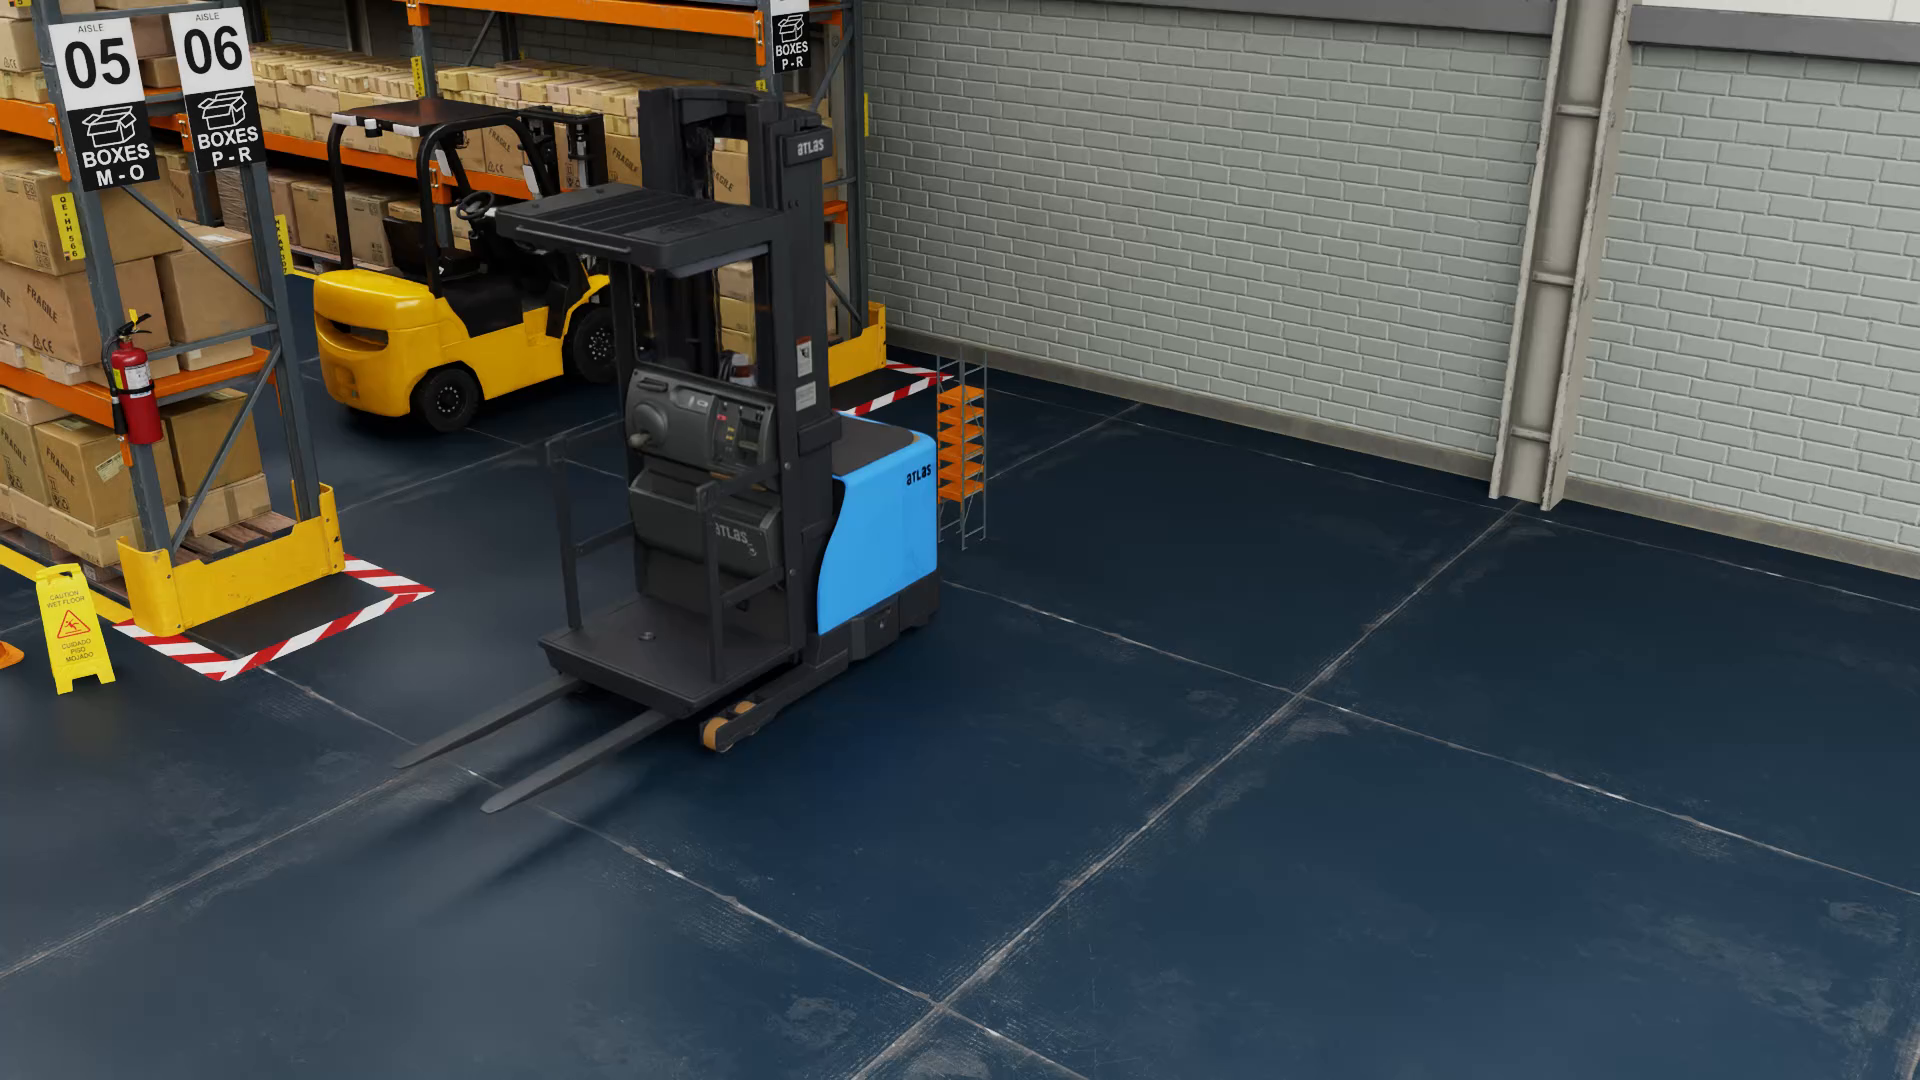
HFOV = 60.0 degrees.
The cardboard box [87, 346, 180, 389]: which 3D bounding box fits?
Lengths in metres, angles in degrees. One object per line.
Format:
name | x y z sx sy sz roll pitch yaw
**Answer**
cardboard box | -4.478 -0.951 9.000 0.250 0.149 0.380 18 29 35

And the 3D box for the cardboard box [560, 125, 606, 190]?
cardboard box | -2.856 -3.097 13.435 0.500 0.500 0.500 17 29 34

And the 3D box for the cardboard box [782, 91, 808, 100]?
cardboard box | -1.392 -3.360 12.859 0.250 0.149 0.380 18 29 35

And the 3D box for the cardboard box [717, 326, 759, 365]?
cardboard box | -1.642 -1.592 13.033 0.500 0.250 0.500 17 29 34

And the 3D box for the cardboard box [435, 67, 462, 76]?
cardboard box | -4.613 -4.193 15.117 0.250 0.149 0.380 16 28 32

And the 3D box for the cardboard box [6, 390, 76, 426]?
cardboard box | -5.182 -0.795 9.489 0.250 0.149 0.380 18 29 35

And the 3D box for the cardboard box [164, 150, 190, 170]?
cardboard box | -8.025 -3.964 17.302 0.250 0.149 0.380 15 28 31

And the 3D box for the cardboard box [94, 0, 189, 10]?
cardboard box | -4.212 -2.819 8.530 0.250 0.149 0.380 17 29 33

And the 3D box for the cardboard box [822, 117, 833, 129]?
cardboard box | -1.192 -3.155 12.762 0.250 0.149 0.380 16 28 32

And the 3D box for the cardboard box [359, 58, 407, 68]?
cardboard box | -5.418 -4.436 15.670 0.250 0.149 0.380 17 29 33

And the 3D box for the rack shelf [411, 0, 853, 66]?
rack shelf | -2.677 -4.174 13.175 4.000 0.370 1.077 17 29 33

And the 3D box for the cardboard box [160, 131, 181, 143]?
cardboard box | -8.552 -4.404 18.299 0.250 0.149 0.380 16 28 32

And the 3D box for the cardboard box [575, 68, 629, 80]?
cardboard box | -3.011 -3.870 14.015 0.250 0.149 0.380 16 29 32

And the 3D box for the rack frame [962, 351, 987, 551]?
rack frame | 0.085 -0.523 9.950 0.006 1.200 0.240 17 29 33

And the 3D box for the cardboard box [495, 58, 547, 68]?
cardboard box | -3.840 -4.113 14.567 0.250 0.149 0.380 17 29 33

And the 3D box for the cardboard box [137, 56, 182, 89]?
cardboard box | -4.121 -2.487 8.766 0.250 0.149 0.380 17 29 33

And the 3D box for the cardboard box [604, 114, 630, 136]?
cardboard box | -2.563 -3.285 13.057 0.250 0.149 0.380 17 29 34

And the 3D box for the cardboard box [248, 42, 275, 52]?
cardboard box | -7.096 -4.911 16.746 0.250 0.149 0.380 18 29 35

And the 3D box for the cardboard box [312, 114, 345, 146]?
cardboard box | -5.622 -3.833 15.414 0.500 0.250 0.500 17 29 34

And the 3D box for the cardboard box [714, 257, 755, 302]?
cardboard box | -1.632 -2.049 12.830 0.500 0.250 0.500 18 29 35

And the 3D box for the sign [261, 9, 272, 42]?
sign | -7.147 -5.291 17.102 0.005 0.325 0.100 17 29 33

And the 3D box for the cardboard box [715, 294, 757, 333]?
cardboard box | -1.653 -1.826 12.944 0.500 0.250 0.500 16 29 33

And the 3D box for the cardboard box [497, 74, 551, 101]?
cardboard box | -3.582 -3.732 13.702 0.250 0.149 0.380 18 29 34

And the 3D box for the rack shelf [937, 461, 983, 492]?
rack shelf | 0.012 -0.395 10.066 0.180 0.103 0.258 17 29 33

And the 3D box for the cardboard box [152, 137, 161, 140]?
cardboard box | -8.830 -4.237 17.920 0.250 0.149 0.380 16 29 33

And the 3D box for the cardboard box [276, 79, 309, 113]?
cardboard box | -6.037 -4.186 15.597 0.500 0.250 0.500 17 29 34

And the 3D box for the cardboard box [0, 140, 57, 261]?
cardboard box | -4.990 -1.862 9.022 0.500 0.500 0.700 17 29 34

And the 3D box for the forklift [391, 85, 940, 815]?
forklift | -1.383 -0.548 7.858 1.130 2.935 3.031 16 29 33

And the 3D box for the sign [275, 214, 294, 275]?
sign | -3.725 -1.616 9.123 0.005 0.325 0.100 17 29 33

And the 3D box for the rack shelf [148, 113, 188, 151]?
rack shelf | -9.078 -4.736 18.170 4.000 0.370 1.077 17 29 33

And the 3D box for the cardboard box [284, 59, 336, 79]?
cardboard box | -6.094 -4.411 15.614 0.250 0.149 0.380 17 29 33

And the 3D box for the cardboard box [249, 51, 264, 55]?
cardboard box | -6.964 -4.634 16.118 0.250 0.149 0.380 18 29 35

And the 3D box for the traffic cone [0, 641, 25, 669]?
traffic cone | -5.168 0.429 8.703 0.334 0.463 0.336 17 29 33

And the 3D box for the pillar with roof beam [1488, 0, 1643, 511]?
pillar with roof beam | 1.126 -3.011 5.924 0.400 9.000 9.100 17 29 33

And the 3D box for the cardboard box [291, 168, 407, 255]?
cardboard box | -5.920 -3.213 16.247 0.625 0.625 0.875 15 28 31

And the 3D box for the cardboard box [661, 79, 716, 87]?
cardboard box | -2.192 -3.625 13.459 0.250 0.149 0.380 16 28 32

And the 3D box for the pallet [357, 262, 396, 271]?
pallet | -4.890 -2.504 15.670 1.213 0.211 1.003 17 29 33

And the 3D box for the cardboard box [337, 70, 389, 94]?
cardboard box | -5.355 -4.121 14.955 0.250 0.149 0.380 16 28 32

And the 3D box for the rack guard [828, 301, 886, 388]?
rack guard | -1.057 -1.497 13.028 0.348 0.500 1.175 17 29 33

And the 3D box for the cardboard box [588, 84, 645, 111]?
cardboard box | -2.720 -3.513 13.206 0.250 0.149 0.380 17 29 34

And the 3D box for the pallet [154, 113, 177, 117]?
pallet | -8.062 -4.635 17.287 1.003 0.211 1.213 17 29 33

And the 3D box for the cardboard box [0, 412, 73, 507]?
cardboard box | -5.267 -0.556 9.751 0.500 0.500 0.500 18 30 35

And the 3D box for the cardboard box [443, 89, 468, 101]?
cardboard box | -4.180 -3.795 14.214 0.250 0.149 0.380 16 29 32

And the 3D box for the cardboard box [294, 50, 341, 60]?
cardboard box | -6.248 -4.676 16.214 0.250 0.149 0.380 17 29 33

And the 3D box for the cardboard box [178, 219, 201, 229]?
cardboard box | -4.679 -1.555 9.565 0.500 0.500 0.500 18 29 35

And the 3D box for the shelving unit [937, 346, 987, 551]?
shelving unit | 0.012 -0.546 10.000 0.189 1.200 0.258 17 29 33

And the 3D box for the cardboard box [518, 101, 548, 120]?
cardboard box | -3.384 -3.531 13.616 0.250 0.149 0.380 16 29 33

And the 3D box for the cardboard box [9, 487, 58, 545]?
cardboard box | -5.268 -0.215 9.907 0.500 0.250 0.500 17 29 33

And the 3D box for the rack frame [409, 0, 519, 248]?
rack frame | -4.277 -3.614 14.732 0.127 3.000 1.000 17 29 33
